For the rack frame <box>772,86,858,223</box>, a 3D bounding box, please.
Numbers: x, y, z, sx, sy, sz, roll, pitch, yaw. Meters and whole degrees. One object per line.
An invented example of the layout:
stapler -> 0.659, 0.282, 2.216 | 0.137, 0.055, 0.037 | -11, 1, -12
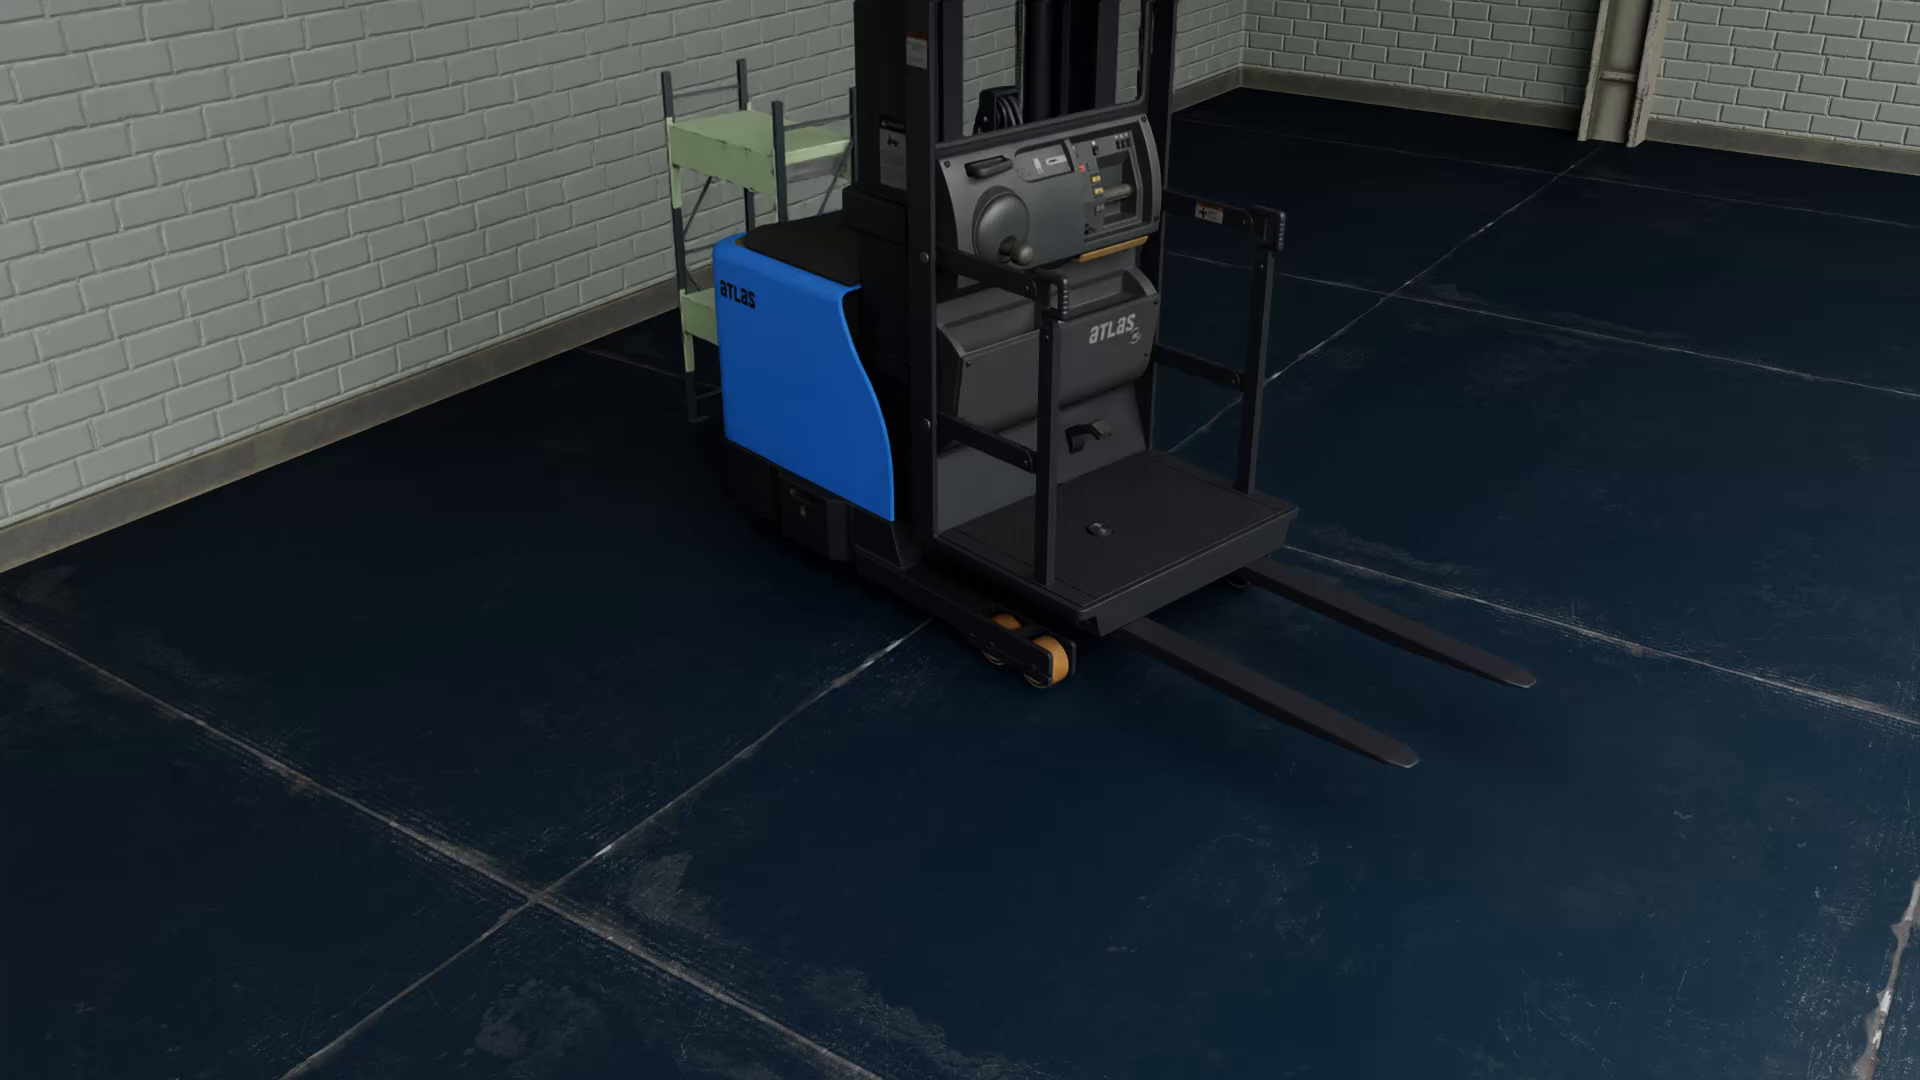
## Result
rack frame -> -0.537, -0.998, 6.557 | 0.400, 1.500, 0.023 | -23, 35, -37

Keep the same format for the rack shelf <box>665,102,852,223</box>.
rack shelf -> -0.784, -1.468, 6.621 | 0.431, 0.370, 0.720 | -23, 35, -37

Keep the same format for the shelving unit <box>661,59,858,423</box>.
shelving unit -> -0.784, -1.120, 6.798 | 0.431, 1.500, 0.755 | -23, 35, -37

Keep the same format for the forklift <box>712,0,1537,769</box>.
forklift -> 0.447, -1.094, 5.168 | 1.130, 2.935, 3.031 | -23, 35, -37

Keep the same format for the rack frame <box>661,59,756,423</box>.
rack frame -> -1.032, -1.243, 7.039 | 0.400, 1.500, 0.023 | -23, 35, -37

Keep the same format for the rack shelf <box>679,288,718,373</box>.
rack shelf -> -0.784, -0.830, 6.946 | 0.431, 0.370, 0.720 | -23, 35, -37

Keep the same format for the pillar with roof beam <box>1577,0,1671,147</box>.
pillar with roof beam -> 2.209, -5.261, 6.666 | 0.400, 9.000, 9.100 | 17, 32, 30
